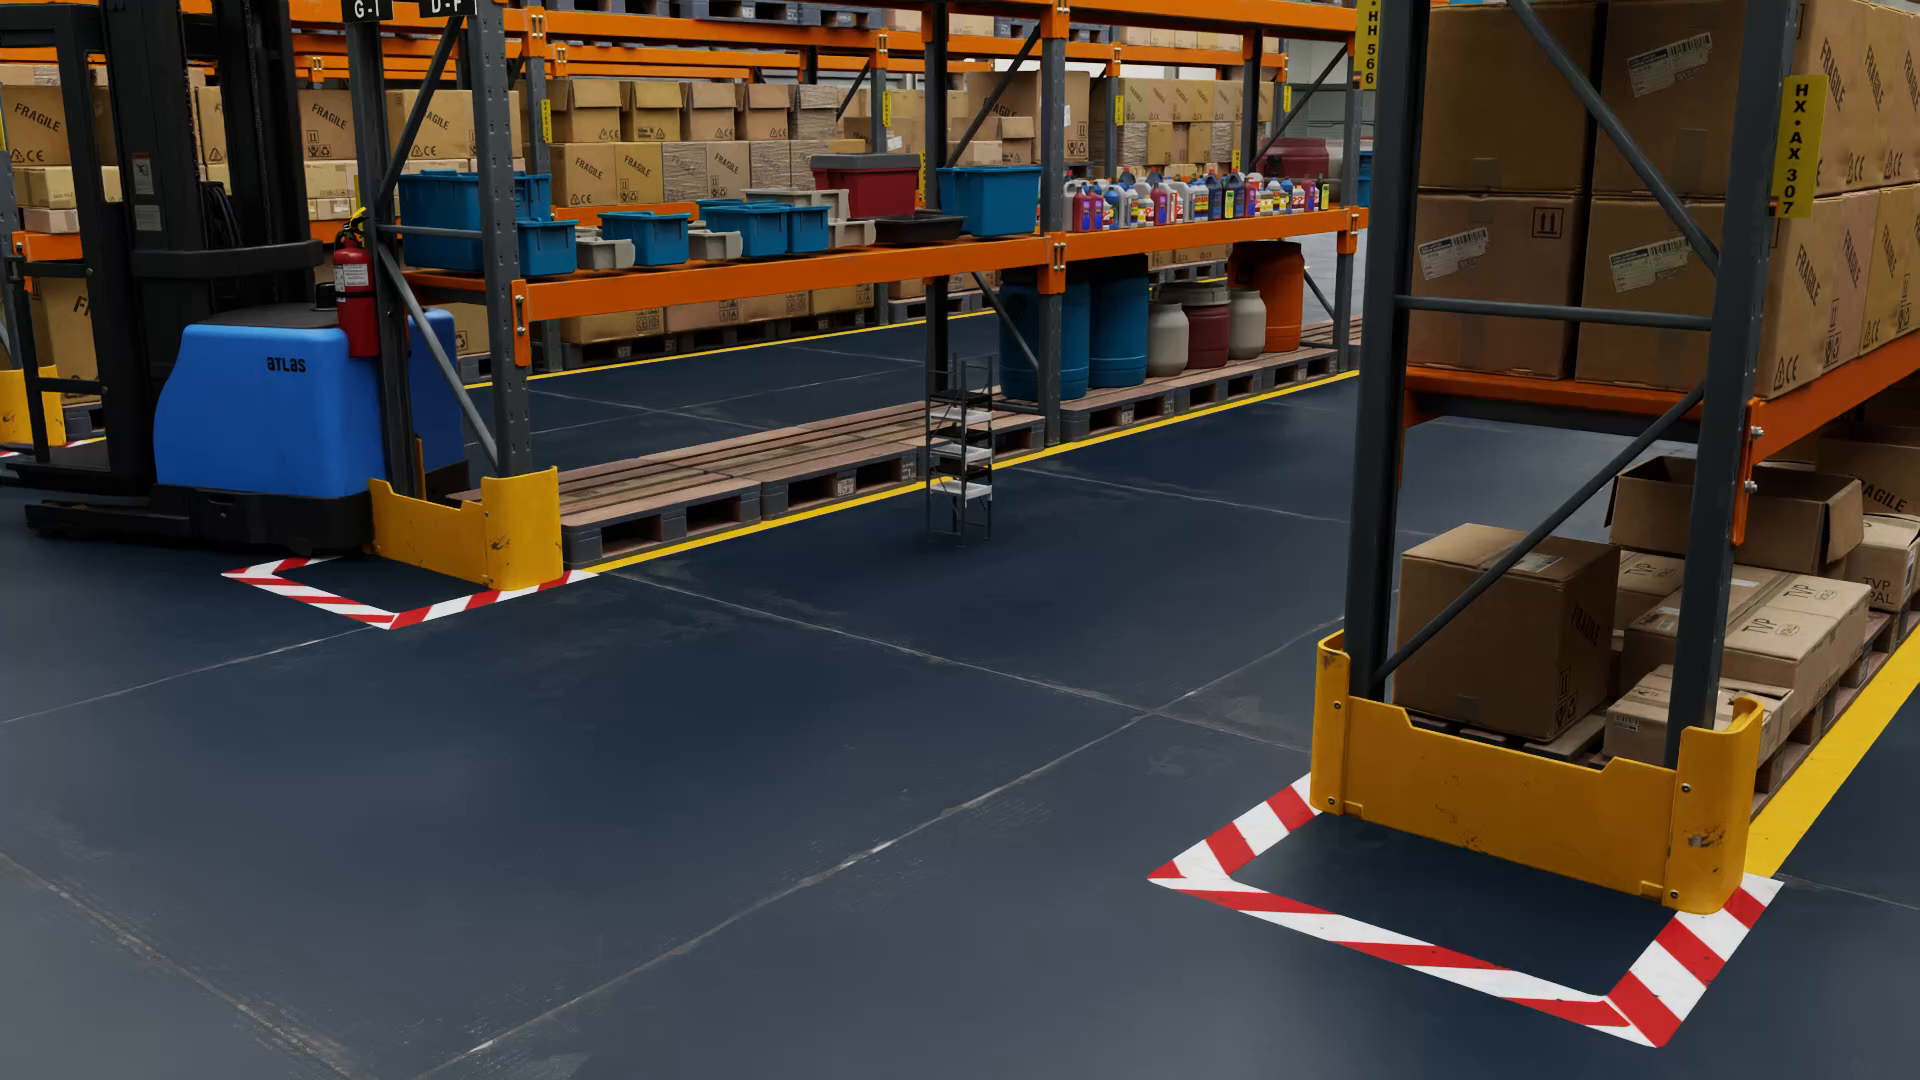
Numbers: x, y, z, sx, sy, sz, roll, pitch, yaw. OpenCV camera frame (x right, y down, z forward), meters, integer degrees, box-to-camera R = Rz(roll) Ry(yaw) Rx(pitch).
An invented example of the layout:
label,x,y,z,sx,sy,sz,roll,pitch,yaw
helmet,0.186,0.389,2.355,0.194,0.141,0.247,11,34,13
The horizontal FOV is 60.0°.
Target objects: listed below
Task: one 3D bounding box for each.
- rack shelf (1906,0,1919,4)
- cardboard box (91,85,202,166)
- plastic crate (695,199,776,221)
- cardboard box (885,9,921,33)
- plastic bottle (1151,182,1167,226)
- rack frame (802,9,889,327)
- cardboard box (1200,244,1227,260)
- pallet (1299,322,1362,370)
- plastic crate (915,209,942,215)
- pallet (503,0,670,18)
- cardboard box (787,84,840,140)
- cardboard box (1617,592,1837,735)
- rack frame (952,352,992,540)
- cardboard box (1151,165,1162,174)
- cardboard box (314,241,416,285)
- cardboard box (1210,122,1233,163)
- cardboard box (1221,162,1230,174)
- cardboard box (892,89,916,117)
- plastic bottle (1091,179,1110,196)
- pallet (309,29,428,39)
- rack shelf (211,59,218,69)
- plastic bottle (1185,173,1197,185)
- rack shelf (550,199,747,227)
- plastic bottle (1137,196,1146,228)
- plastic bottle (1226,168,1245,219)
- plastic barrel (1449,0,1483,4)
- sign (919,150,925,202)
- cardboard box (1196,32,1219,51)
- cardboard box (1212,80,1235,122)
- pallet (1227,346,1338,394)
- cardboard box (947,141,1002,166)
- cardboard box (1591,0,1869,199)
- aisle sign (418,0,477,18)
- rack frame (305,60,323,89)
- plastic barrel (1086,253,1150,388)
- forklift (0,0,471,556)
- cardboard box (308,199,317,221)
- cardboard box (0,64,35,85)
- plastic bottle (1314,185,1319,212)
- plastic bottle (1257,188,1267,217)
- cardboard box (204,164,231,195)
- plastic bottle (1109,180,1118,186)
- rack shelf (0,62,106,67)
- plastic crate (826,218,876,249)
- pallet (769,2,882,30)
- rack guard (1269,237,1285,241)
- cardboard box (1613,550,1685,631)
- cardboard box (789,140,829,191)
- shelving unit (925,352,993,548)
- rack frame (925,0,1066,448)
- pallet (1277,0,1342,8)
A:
label,x,y,z,sx,sy,sz,roll,pitch,yaw
rack shelf,5.310,-2.840,8.579,1.077,0.370,4.000,11,18,38
cardboard box,-5.338,-2.700,10.838,0.500,0.500,0.500,11,18,36
plastic crate,-1.220,-1.734,9.074,0.416,0.233,0.300,11,18,38
cardboard box,-0.642,-5.083,16.253,0.500,0.250,0.500,12,18,39
plastic bottle,1.324,-2.237,11.073,0.061,0.283,0.133,11,18,38
rack frame,-1.135,-3.652,16.405,1.000,3.000,0.127,11,18,38
cardboard box,3.138,-3.939,21.760,0.500,0.500,0.500,-10,17,-35
pallet,3.234,-1.676,14.291,1.003,0.211,1.213,11,18,38
plastic crate,-0.201,-1.953,10.134,0.396,0.136,0.243,11,18,38
pallet,-3.112,-4.430,13.765,0.805,0.209,1.217,10,18,35
cardboard box,-1.608,-4.049,15.728,0.797,0.503,0.637,12,19,39
cardboard box,2.416,0.378,5.235,0.500,0.250,0.500,11,18,38
rack frame,0.059,-0.454,8.083,0.240,0.900,0.006,11,18,38
cardboard box,2.200,-4.438,20.010,0.380,0.149,0.250,11,18,38
cardboard box,-4.692,-1.773,12.472,0.875,0.875,0.875,11,18,38
cardboard box,2.957,-5.072,21.188,0.875,0.500,0.500,11,18,38
cardboard box,3.241,-4.785,21.376,0.380,0.149,0.250,11,18,38
cardboard box,-1.129,-6.174,23.837,0.875,0.550,0.500,11,18,38
plastic bottle,0.976,-2.421,11.813,0.152,0.276,0.135,11,18,38
pallet,-6.323,-5.336,17.325,1.213,0.211,1.003,11,18,38
rack shelf,-8.701,-4.395,14.699,1.077,0.370,4.000,11,18,38
plastic bottle,1.783,-2.688,12.851,0.061,0.283,0.133,11,18,38
rack shelf,-2.392,-2.920,14.986,1.077,0.370,4.000,11,18,38
plastic bottle,1.176,-2.159,10.934,0.097,0.201,0.097,0,14,0
plastic bottle,1.944,-2.475,11.873,0.144,0.351,0.185,11,18,38
plastic barrel,4.258,-4.966,14.470,0.600,0.901,0.708,11,18,38
sign,-0.224,-2.339,10.675,0.100,0.325,0.005,11,18,38
cardboard box,2.835,-6.143,20.425,0.500,0.250,0.500,11,18,37
cardboard box,3.113,-5.525,20.943,0.500,0.500,0.500,11,18,38
pallet,2.254,-1.376,13.111,1.003,0.211,1.213,11,18,38
cardboard box,0.097,-4.068,17.495,0.500,0.250,0.500,11,18,36
cardboard box,2.023,-1.163,4.375,0.500,0.500,0.500,12,19,39
aisle sign,-2.125,-2.553,6.802,0.394,0.787,0.004,11,18,38
rack frame,-8.843,-5.185,22.442,1.000,3.000,0.127,11,18,38
plastic barrel,1.003,-1.543,11.512,0.600,0.901,0.708,11,18,38
forklift,-4.081,-1.545,8.251,3.031,2.935,1.130,5,15,19
cardboard box,-4.718,-2.309,11.632,0.380,0.149,0.250,11,18,36
cardboard box,-8.495,-3.920,14.625,0.500,0.500,0.500,11,18,36
plastic bottle,2.708,-2.626,12.771,0.097,0.201,0.097,0,14,0
plastic bottle,2.196,-2.470,12.157,0.097,0.201,0.097,0,14,0
cardboard box,-5.012,-2.437,11.326,0.500,0.250,0.500,11,18,36
plastic bottle,1.085,-2.403,11.752,0.097,0.271,0.097,0,14,0
rack shelf,-13.964,-6.675,23.674,1.077,0.370,4.000,11,18,38
plastic crate,-0.658,-1.640,8.902,0.293,0.136,0.466,11,18,38
pallet,-1.499,-4.882,15.541,1.213,0.211,1.003,12,19,40
rack guard,3.845,-3.958,22.686,1.175,0.500,0.348,11,18,38
cardboard box,2.310,0.214,5.879,0.500,0.250,0.500,11,18,38
cardboard box,-1.571,-3.473,15.497,0.500,0.500,0.500,11,18,37
shelving unit,-0.005,-0.435,8.006,0.258,0.900,0.210,11,18,38
rack frame,0.203,-2.119,10.372,1.000,3.000,0.127,11,18,38
pallet,2.160,-4.116,12.525,1.003,0.211,1.213,11,18,38
